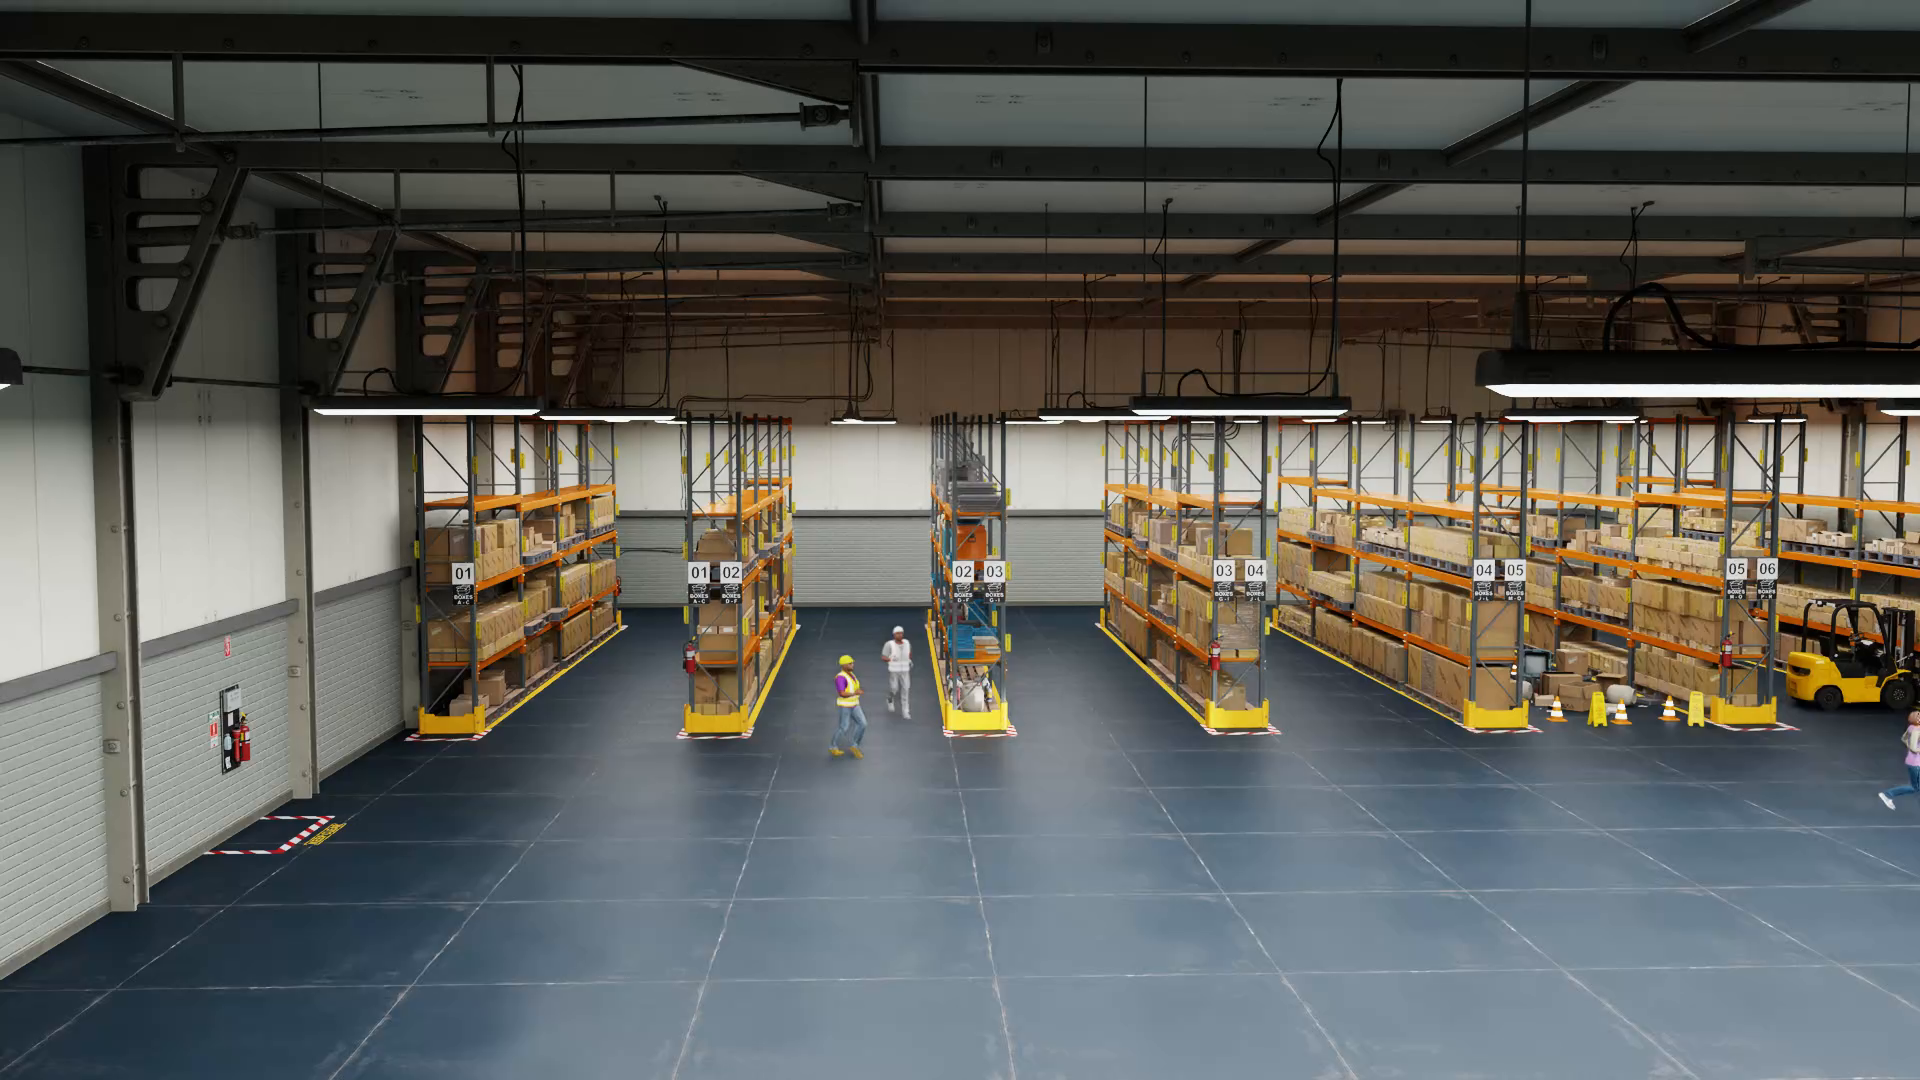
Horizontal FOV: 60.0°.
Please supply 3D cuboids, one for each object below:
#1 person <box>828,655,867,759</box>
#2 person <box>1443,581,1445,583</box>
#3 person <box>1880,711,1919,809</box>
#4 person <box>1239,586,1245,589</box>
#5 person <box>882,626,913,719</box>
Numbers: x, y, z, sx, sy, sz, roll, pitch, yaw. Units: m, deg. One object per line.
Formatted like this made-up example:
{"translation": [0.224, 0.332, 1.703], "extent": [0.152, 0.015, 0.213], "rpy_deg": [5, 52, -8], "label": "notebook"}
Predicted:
{"translation": [-1.918, 2.895, 28.670], "extent": [0.741, 1.816, 0.668], "rpy_deg": [2, 4, 28], "label": "person"}
{"translation": [14.694, 1.495, 49.416], "extent": [0.826, 1.798, 0.756], "rpy_deg": [2, 4, 22], "label": "person"}
{"translation": [13.895, 3.278, 24.226], "extent": [0.839, 1.591, 0.538], "rpy_deg": [3, 5, 33], "label": "person"}
{"translation": [7.892, 1.817, 45.555], "extent": [0.745, 1.714, 1.022], "rpy_deg": [0, 4, -2], "label": "person"}
{"translation": [-1.198, 2.577, 32.639], "extent": [0.685, 1.763, 0.971], "rpy_deg": [-1, 4, -19], "label": "person"}
